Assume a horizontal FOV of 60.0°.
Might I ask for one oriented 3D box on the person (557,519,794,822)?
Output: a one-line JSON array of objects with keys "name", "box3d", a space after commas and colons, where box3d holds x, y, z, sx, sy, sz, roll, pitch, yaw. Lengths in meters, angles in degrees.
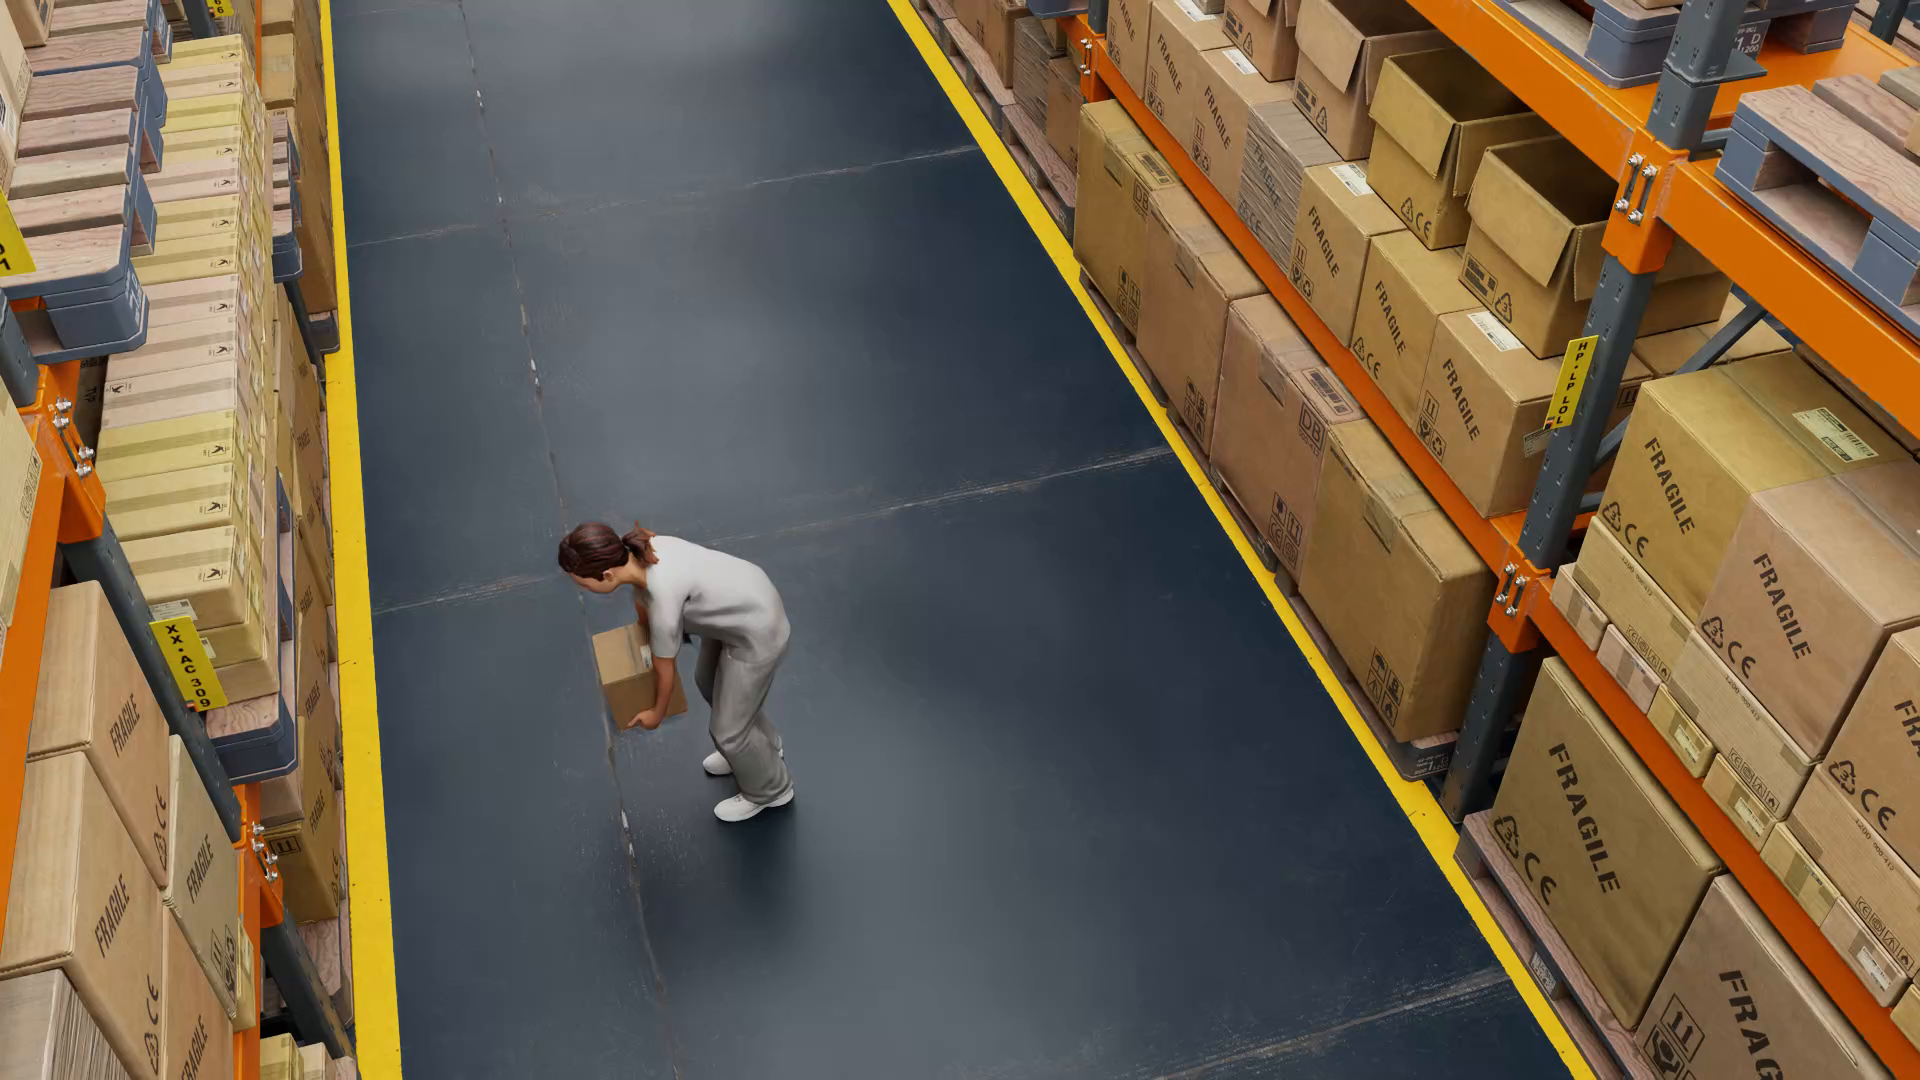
[{"name": "person", "box3d": [-0.954, 0.438, 5.855, 0.724, 1.445, 0.416, -13, 44, -14]}]
